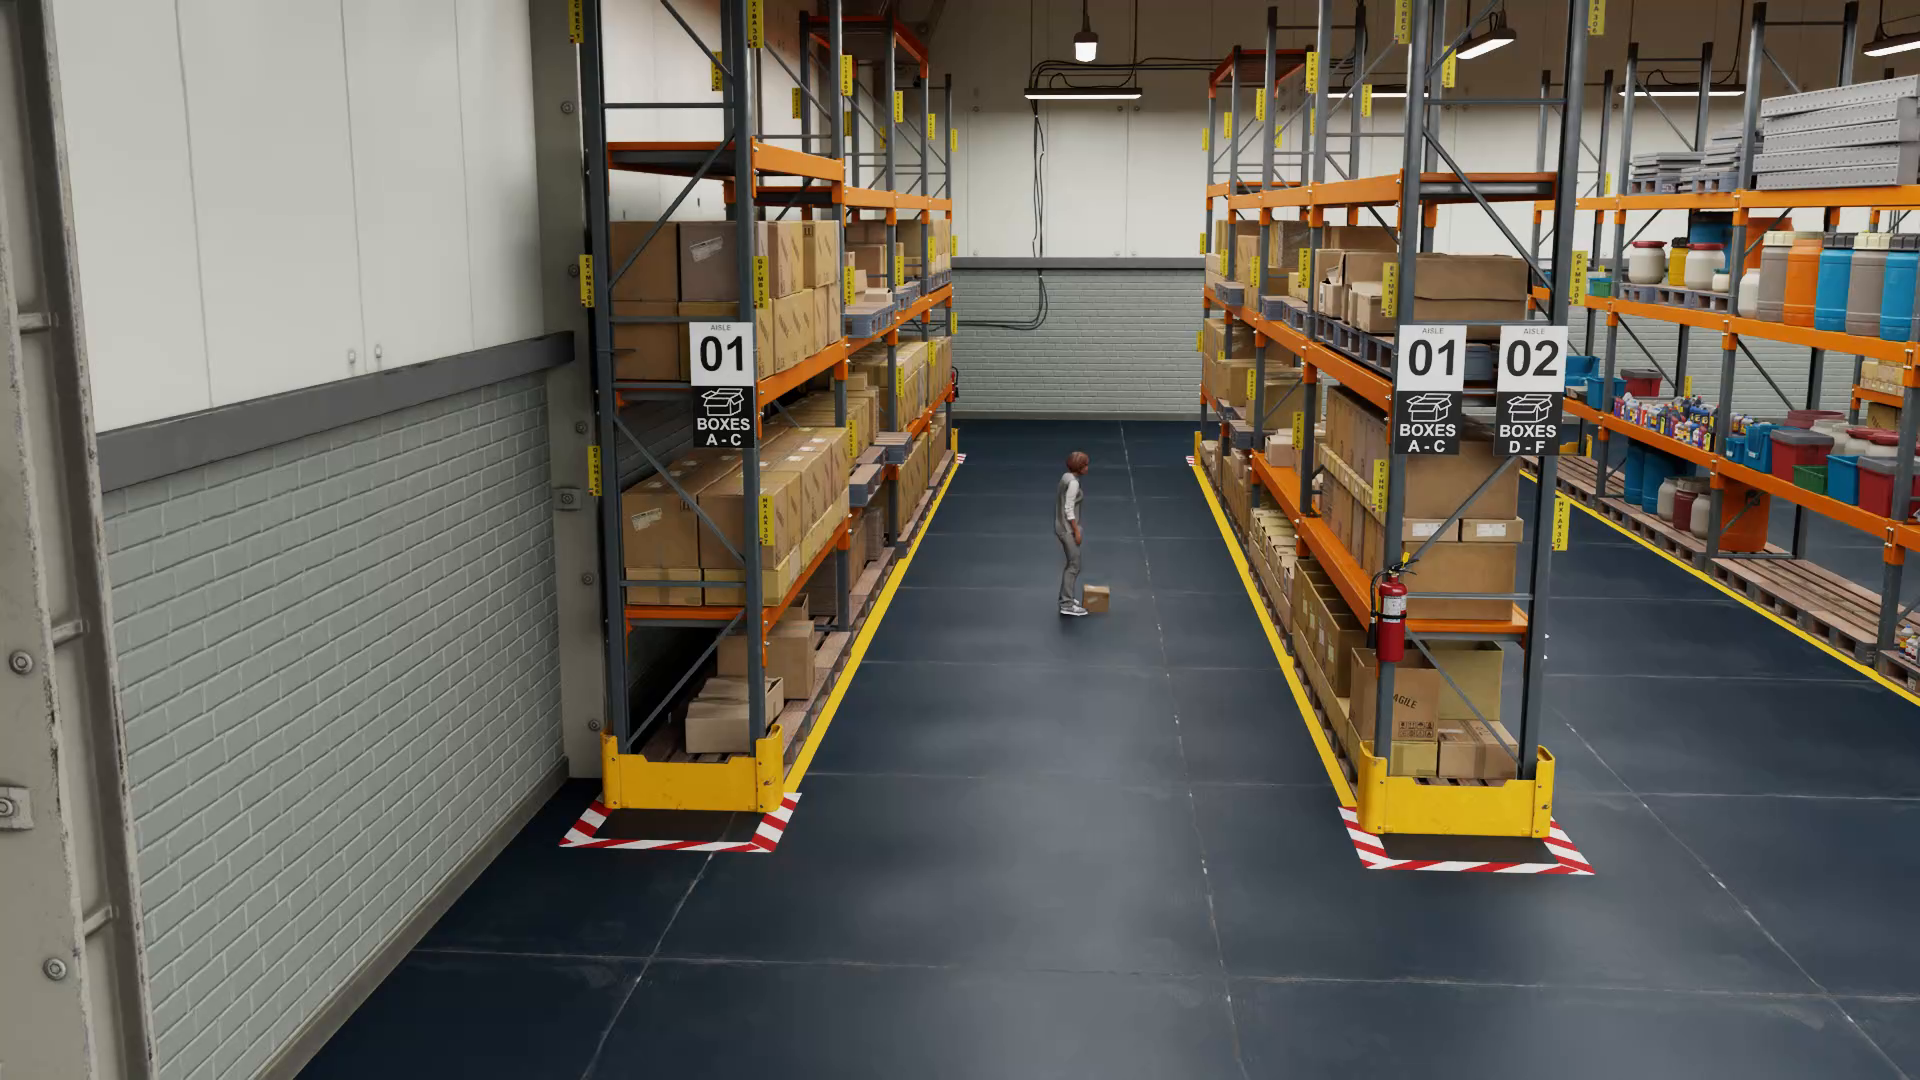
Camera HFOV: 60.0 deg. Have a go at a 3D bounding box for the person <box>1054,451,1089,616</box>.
[{"bbox_3d":[1.097,-0.077,16.355,0.342,1.593,0.460,0,11,2],"label":"person"}]
